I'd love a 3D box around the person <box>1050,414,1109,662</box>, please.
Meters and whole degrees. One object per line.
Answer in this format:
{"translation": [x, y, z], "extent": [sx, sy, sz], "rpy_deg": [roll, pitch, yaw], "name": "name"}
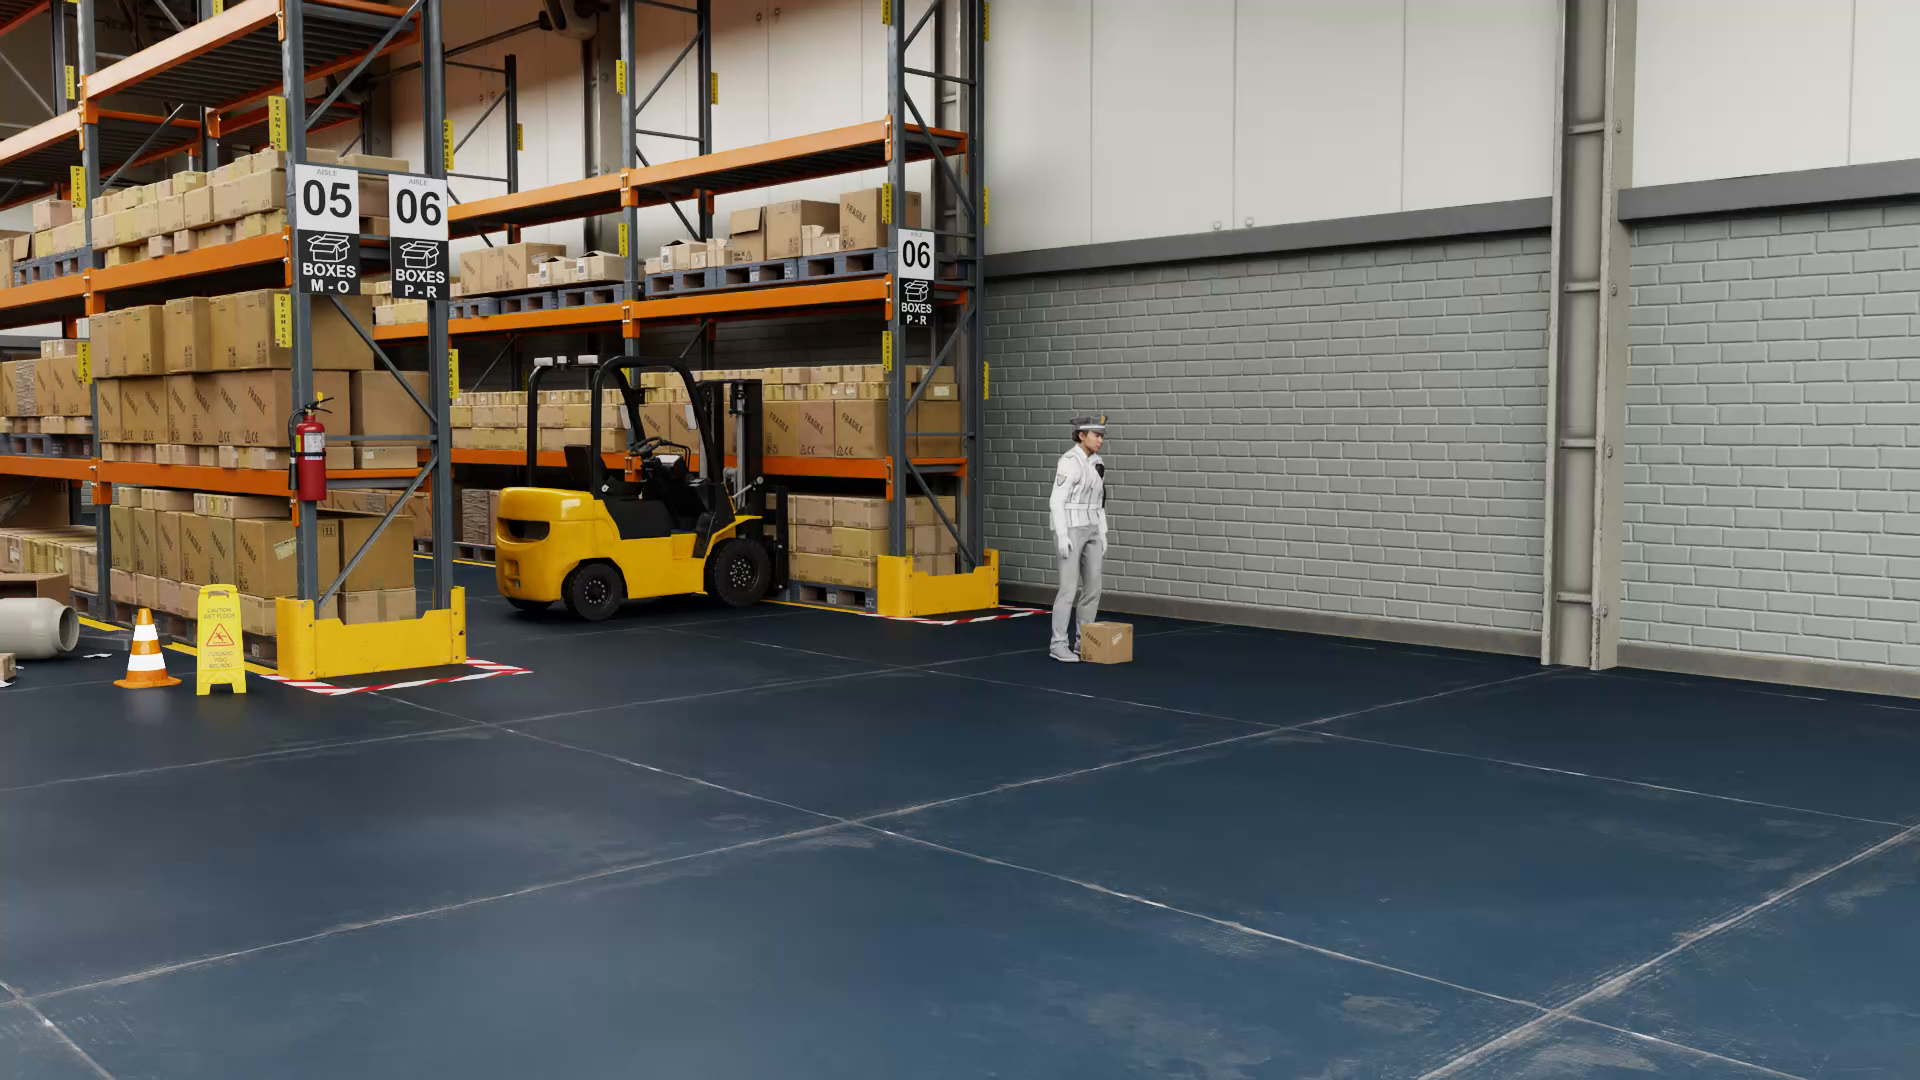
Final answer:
{"translation": [0.822, -0.025, 11.356], "extent": [0.375, 1.664, 0.546], "rpy_deg": [4, 5, 43], "name": "person"}
